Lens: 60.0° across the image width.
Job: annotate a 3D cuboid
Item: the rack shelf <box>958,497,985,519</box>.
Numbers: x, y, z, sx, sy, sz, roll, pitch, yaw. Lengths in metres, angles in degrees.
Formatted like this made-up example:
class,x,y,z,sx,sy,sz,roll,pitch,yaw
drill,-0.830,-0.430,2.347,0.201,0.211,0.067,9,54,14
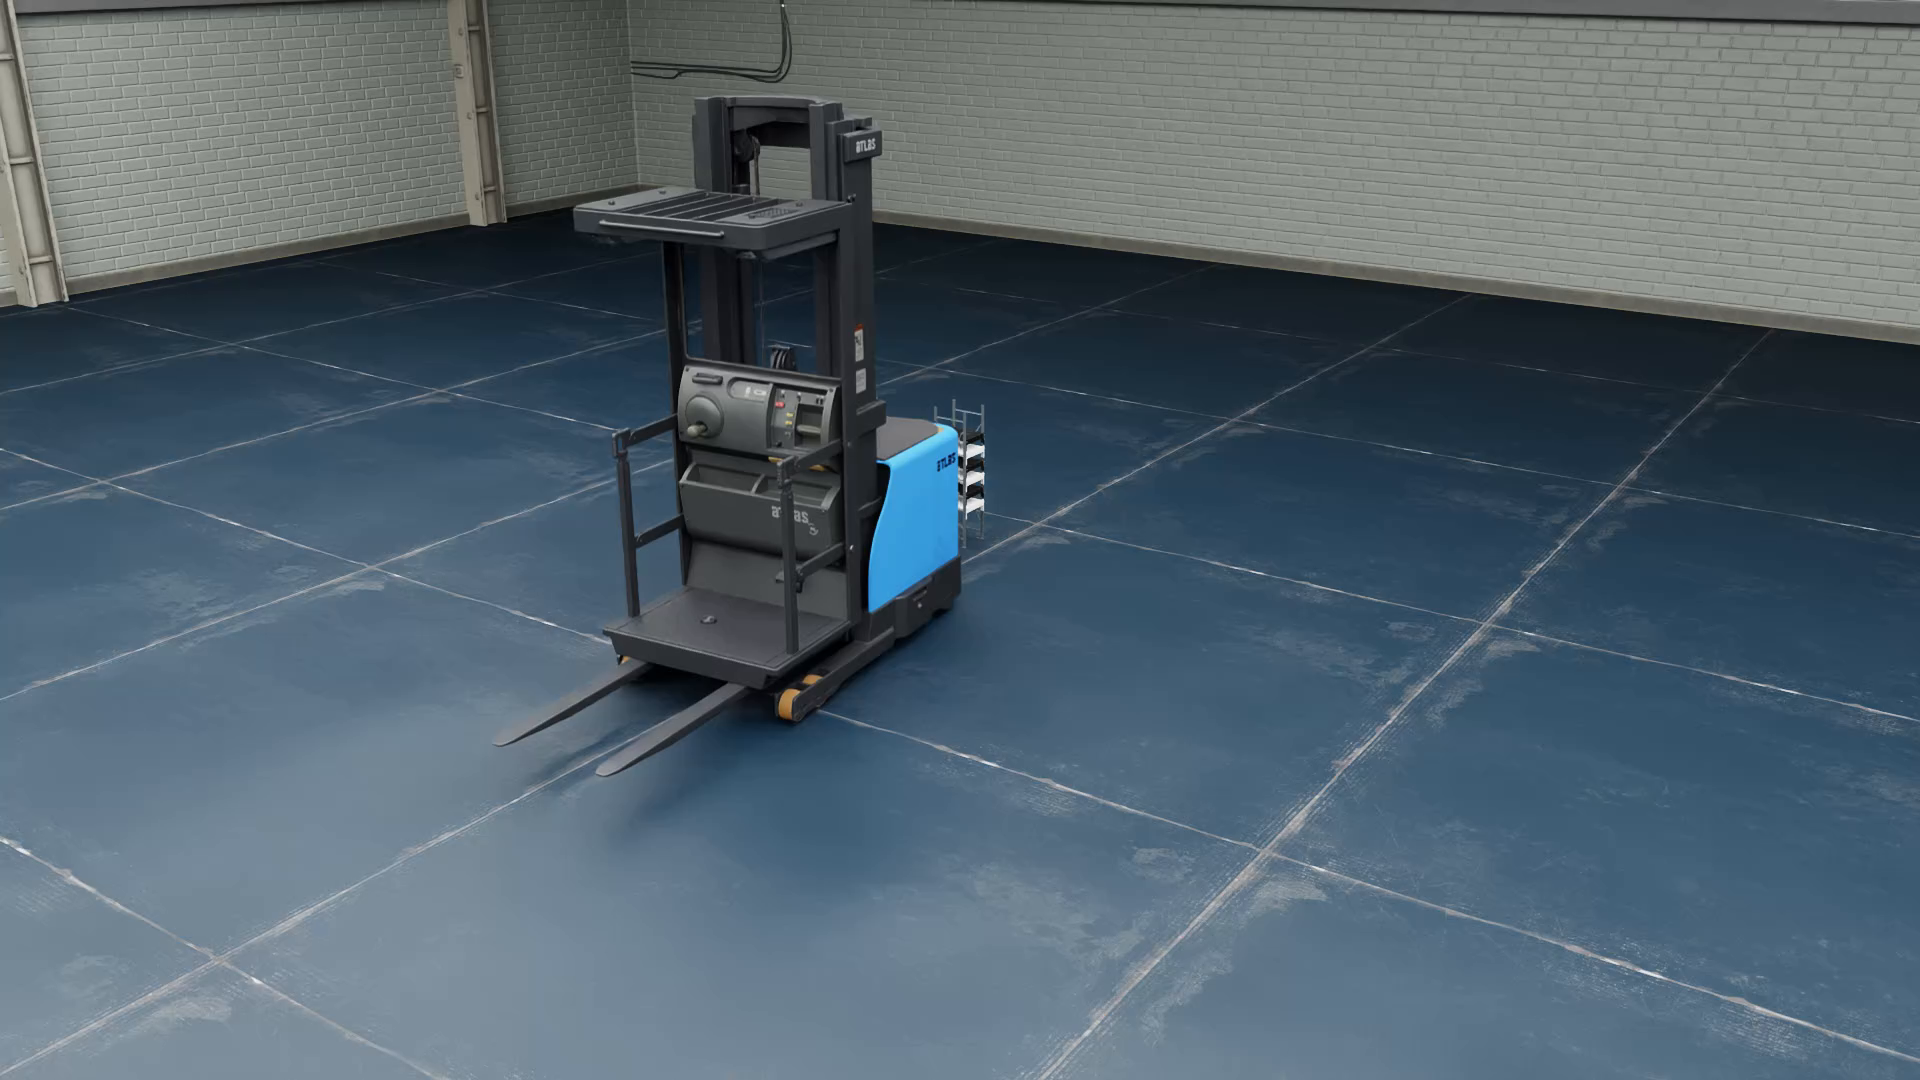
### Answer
class,x,y,z,sx,sy,sz,roll,pitch,yaw
rack shelf,-0.005,-0.220,10.677,0.258,0.077,0.200,13,24,32

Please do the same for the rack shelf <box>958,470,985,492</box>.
class,x,y,z,sx,sy,sz,roll,pitch,yaw
rack shelf,-0.005,-0.388,10.614,0.258,0.077,0.200,13,24,32

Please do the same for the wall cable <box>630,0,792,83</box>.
class,x,y,z,sx,sy,sz,roll,pitch,yaw
wall cable,-3.551,-7.583,22.769,3.097,2.526,0.112,13,24,32

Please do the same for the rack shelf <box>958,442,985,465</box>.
class,x,y,z,sx,sy,sz,roll,pitch,yaw
rack shelf,-0.005,-0.557,10.552,0.258,0.077,0.200,13,24,32

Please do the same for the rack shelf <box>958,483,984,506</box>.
class,x,y,z,sx,sy,sz,roll,pitch,yaw
rack shelf,-0.005,-0.304,10.645,0.258,0.077,0.200,13,24,32

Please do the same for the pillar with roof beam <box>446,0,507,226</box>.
class,x,y,z,sx,sy,sz,roll,pitch,yaw
pillar with roof beam,-2.740,-7.612,18.373,9.100,9.000,0.400,13,24,32

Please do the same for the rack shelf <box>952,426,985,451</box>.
class,x,y,z,sx,sy,sz,roll,pitch,yaw
rack shelf,-0.005,-0.642,10.520,0.258,0.077,0.200,13,24,32

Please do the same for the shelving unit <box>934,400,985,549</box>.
class,x,y,z,sx,sy,sz,roll,pitch,yaw
shelving unit,-0.005,-0.420,10.603,0.258,0.900,0.210,13,24,32

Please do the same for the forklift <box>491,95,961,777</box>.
class,x,y,z,sx,sy,sz,roll,pitch,yaw
forklift,-1.137,-0.643,8.277,1.130,2.935,3.031,11,23,26

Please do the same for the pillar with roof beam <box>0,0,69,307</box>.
class,x,y,z,sx,sy,sz,roll,pitch,yaw
pillar with roof beam,-6.113,-5.891,13.719,9.100,9.000,0.400,13,24,32

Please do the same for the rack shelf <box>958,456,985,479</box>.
class,x,y,z,sx,sy,sz,roll,pitch,yaw
rack shelf,-0.005,-0.473,10.583,0.258,0.077,0.200,13,24,32

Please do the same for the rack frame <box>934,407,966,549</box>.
class,x,y,z,sx,sy,sz,roll,pitch,yaw
rack frame,-0.062,-0.391,10.524,0.240,0.900,0.006,13,24,32

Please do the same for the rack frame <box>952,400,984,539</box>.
class,x,y,z,sx,sy,sz,roll,pitch,yaw
rack frame,0.053,-0.449,10.681,0.240,0.900,0.006,13,24,32
